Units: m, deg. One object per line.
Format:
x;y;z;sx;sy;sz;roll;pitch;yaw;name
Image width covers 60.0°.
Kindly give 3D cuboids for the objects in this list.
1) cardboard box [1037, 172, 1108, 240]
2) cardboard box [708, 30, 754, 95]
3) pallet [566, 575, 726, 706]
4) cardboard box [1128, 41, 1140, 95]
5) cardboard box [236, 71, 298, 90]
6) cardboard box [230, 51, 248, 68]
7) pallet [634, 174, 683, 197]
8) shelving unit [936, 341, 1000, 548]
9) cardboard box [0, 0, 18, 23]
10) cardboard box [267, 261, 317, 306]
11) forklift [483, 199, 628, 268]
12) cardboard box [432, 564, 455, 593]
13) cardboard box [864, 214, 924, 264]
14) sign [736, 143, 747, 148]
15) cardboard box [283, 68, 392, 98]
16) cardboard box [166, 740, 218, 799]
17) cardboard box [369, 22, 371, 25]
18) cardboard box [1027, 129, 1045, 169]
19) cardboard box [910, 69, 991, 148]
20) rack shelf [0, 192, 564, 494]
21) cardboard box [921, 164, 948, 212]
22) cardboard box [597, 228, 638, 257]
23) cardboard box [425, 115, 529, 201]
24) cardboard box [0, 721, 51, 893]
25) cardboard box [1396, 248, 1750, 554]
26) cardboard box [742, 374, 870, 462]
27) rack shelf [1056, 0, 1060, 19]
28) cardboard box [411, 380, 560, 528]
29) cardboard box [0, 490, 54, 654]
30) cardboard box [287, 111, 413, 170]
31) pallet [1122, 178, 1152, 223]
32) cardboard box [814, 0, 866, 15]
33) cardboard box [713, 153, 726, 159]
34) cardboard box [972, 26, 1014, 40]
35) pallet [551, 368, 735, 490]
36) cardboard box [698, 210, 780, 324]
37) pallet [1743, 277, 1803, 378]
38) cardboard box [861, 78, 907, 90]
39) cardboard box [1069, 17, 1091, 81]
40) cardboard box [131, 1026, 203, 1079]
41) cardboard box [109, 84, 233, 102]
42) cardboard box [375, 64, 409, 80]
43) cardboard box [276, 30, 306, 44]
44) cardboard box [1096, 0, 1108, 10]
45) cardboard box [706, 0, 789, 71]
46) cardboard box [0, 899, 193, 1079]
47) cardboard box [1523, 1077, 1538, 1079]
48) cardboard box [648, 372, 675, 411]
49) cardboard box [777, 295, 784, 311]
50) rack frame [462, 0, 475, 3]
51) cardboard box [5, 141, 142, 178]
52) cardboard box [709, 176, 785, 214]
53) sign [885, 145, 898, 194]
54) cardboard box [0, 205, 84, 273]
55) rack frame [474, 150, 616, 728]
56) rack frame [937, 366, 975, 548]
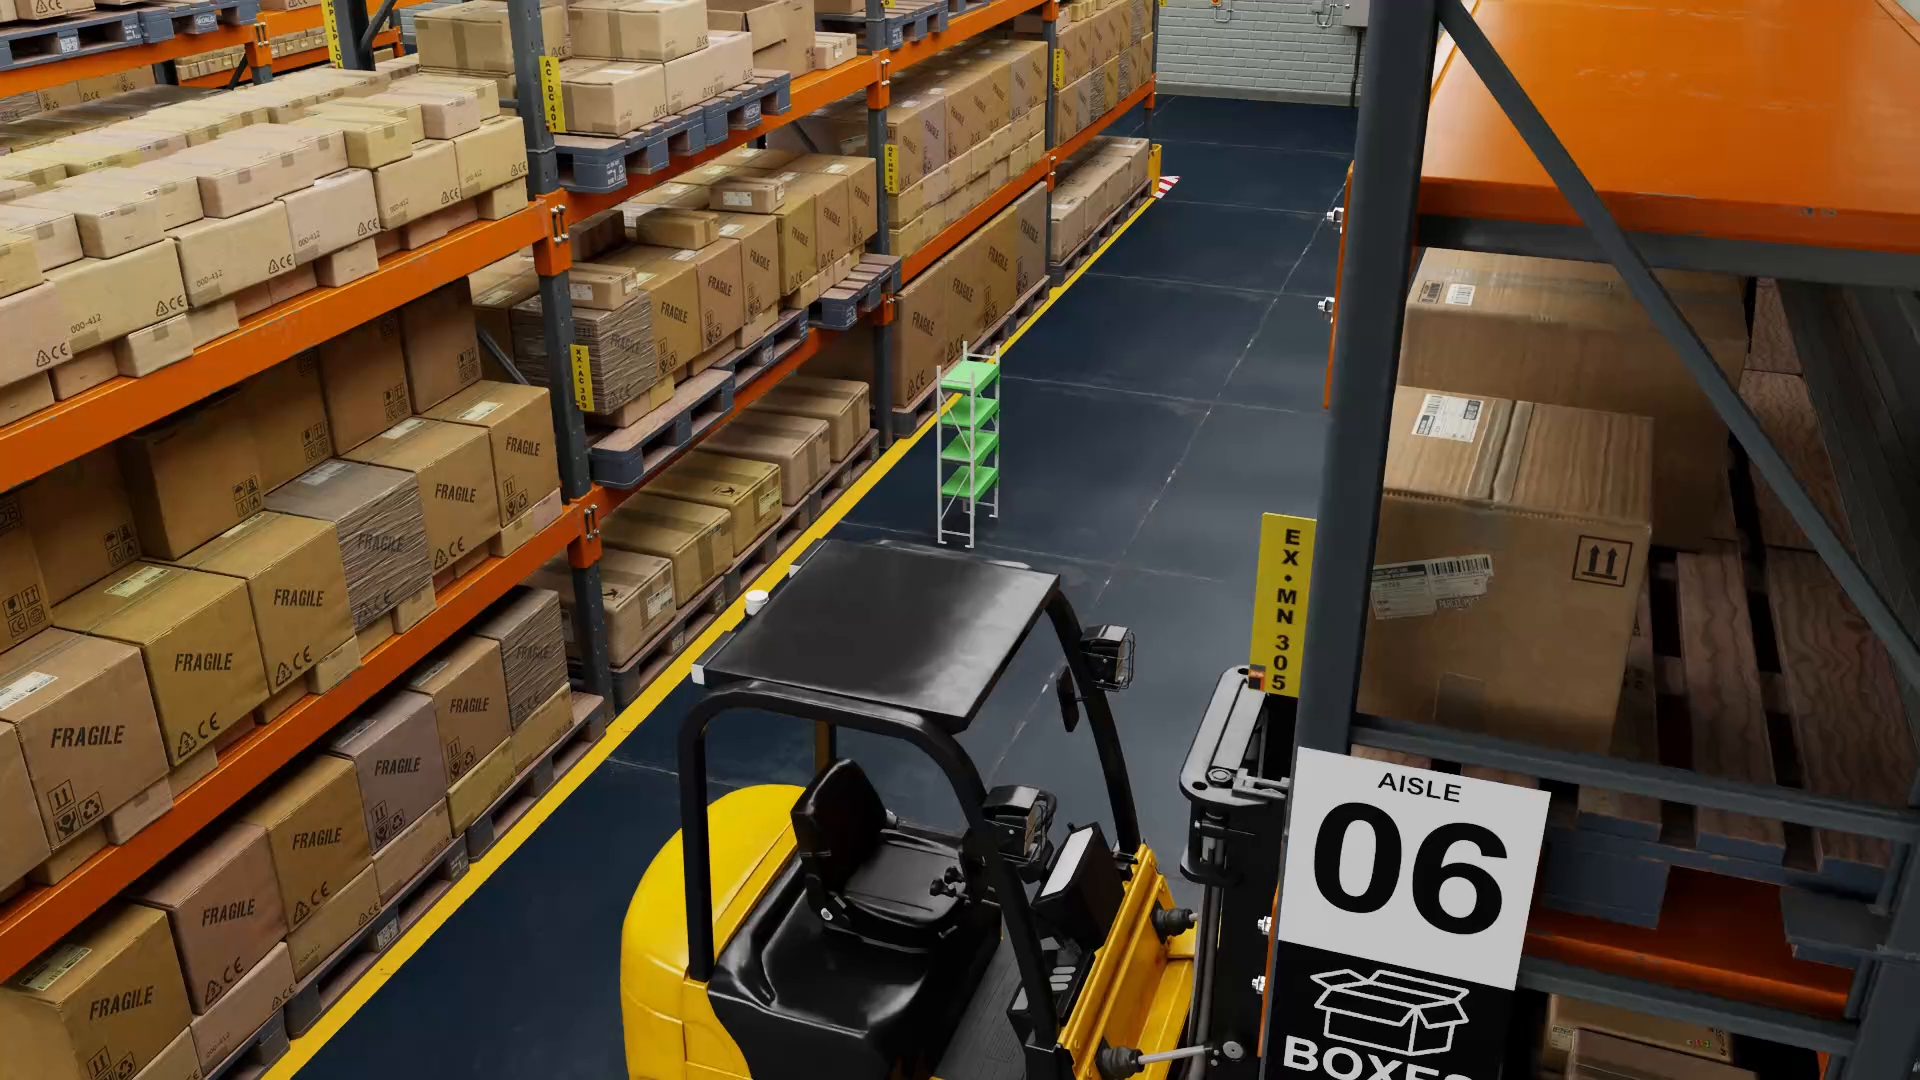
0.957;-3.388;16.764;0.875;0.438;0.875;8;27;16;cardboard box
-1.426;-2.527;8.775;0.500;0.250;0.500;8;27;17;cardboard box
-2.055;0.480;9.515;1.003;0.211;1.213;9;27;17;pallet
1.588;-4.990;17.500;0.500;0.500;0.500;8;27;16;cardboard box
-8.401;-5.041;19.676;0.875;0.875;0.875;9;27;17;cardboard box
-8.323;-5.464;18.881;0.380;0.149;0.250;8;27;16;cardboard box
-3.758;-3.947;18.661;1.003;0.211;1.213;9;27;17;pallet
0.055;-0.608;10.629;0.258;1.200;0.503;9;27;17;shelving unit
-6.192;-3.393;10.430;0.396;0.266;0.258;9;27;17;cardboard box
-2.652;-1.002;6.224;0.380;0.149;0.250;9;27;19;cardboard box
-3.022;-2.025;11.568;1.130;2.935;3.031;10;28;19;forklift
-2.465;0.135;7.318;0.380;0.149;0.250;8;27;17;cardboard box
-0.582;-2.195;12.014;0.500;0.250;0.500;8;27;17;cardboard box
-1.506;-2.699;11.553;0.100;0.325;0.005;9;27;17;sign
-2.725;-1.968;7.304;0.380;0.149;0.250;8;27;17;cardboard box
-2.918;0.781;5.983;0.380;0.149;0.250;9;27;19;cardboard box
-7.558;-6.409;20.833;0.380;0.149;0.250;9;27;18;cardboard box
0.438;-3.454;14.613;0.500;0.250;0.500;8;27;16;cardboard box
-0.073;-3.383;13.033;0.500;0.500;0.500;9;27;18;cardboard box
-2.978;-0.659;6.052;1.077;0.370;4.000;9;27;17;rack shelf
-0.407;-2.640;12.360;0.500;0.250;0.500;9;27;19;cardboard box
-2.034;-1.461;9.387;0.500;0.500;0.500;10;27;19;cardboard box
-2.206;-1.650;7.104;0.500;0.250;0.500;8;27;17;cardboard box
-3.225;0.856;5.084;0.500;0.500;0.500;8;27;17;cardboard box
1.391;-0.345;3.867;0.700;0.500;0.500;9;27;18;cardboard box
-1.179;-0.874;11.646;0.950;0.372;0.625;7;27;14;cardboard box
1.015;-5.590;16.237;1.077;0.370;4.000;9;27;17;rack shelf
-2.226;-0.415;7.708;0.500;0.500;0.500;8;27;16;cardboard box
-3.504;0.112;5.473;0.700;0.500;0.500;9;27;18;cardboard box
-2.360;-1.551;6.442;0.380;0.149;0.250;10;27;19;cardboard box
1.488;-3.791;18.337;1.003;0.211;1.213;9;27;17;pallet
-0.999;-3.861;11.239;0.797;0.503;0.637;7;27;14;cardboard box
-2.990;-4.601;19.600;0.380;0.149;0.250;10;27;19;cardboard box
0.246;-4.471;15.280;0.500;0.500;0.500;9;27;17;cardboard box
-1.921;-0.661;8.893;1.003;0.211;1.213;9;27;17;pallet
-1.382;-1.593;9.661;0.500;0.500;0.500;8;27;15;cardboard box
2.110;-0.692;5.397;1.003;0.211;1.213;9;27;17;pallet
-0.722;-3.259;12.777;0.500;0.500;0.500;9;27;17;cardboard box
0.910;-4.604;15.555;0.500;0.500;0.500;8;27;17;cardboard box
-3.115;1.946;5.961;0.500;0.250;0.500;9;27;17;cardboard box
-5.842;-3.087;12.421;0.700;0.500;0.500;9;27;17;cardboard box
-5.262;-4.239;15.187;0.380;0.149;0.250;9;27;17;cardboard box
-8.084;-6.019;19.571;0.500;0.250;0.500;9;27;18;cardboard box
1.224;-5.244;16.133;0.380;0.149;0.250;9;27;18;cardboard box
-1.462;-2.864;9.662;0.797;0.503;0.637;9;27;17;cardboard box
-3.107;1.599;5.818;0.500;0.500;0.500;8;27;16;cardboard box
1.418;1.358;3.644;0.380;0.149;0.250;9;27;17;cardboard box
-1.740;-0.813;8.794;0.380;0.149;0.250;9;27;18;cardboard box
-1.304;-1.472;10.155;0.380;0.149;0.250;9;27;18;cardboard box
-4.352;-4.418;16.433;1.000;3.000;0.127;9;27;17;rack frame
-3.165;-1.317;5.960;0.380;0.149;0.250;9;27;18;cardboard box
-1.260;-2.045;9.849;0.380;0.149;0.250;7;27;15;cardboard box
-0.467;-2.509;11.252;0.100;0.325;0.005;9;27;17;sign
-2.977;-0.931;5.161;0.380;0.149;0.250;9;27;17;cardboard box
-2.313;-0.454;8.247;1.000;3.000;0.127;9;27;17;rack frame
-0.026;-0.508;10.422;0.240;1.200;0.015;9;27;17;rack frame
